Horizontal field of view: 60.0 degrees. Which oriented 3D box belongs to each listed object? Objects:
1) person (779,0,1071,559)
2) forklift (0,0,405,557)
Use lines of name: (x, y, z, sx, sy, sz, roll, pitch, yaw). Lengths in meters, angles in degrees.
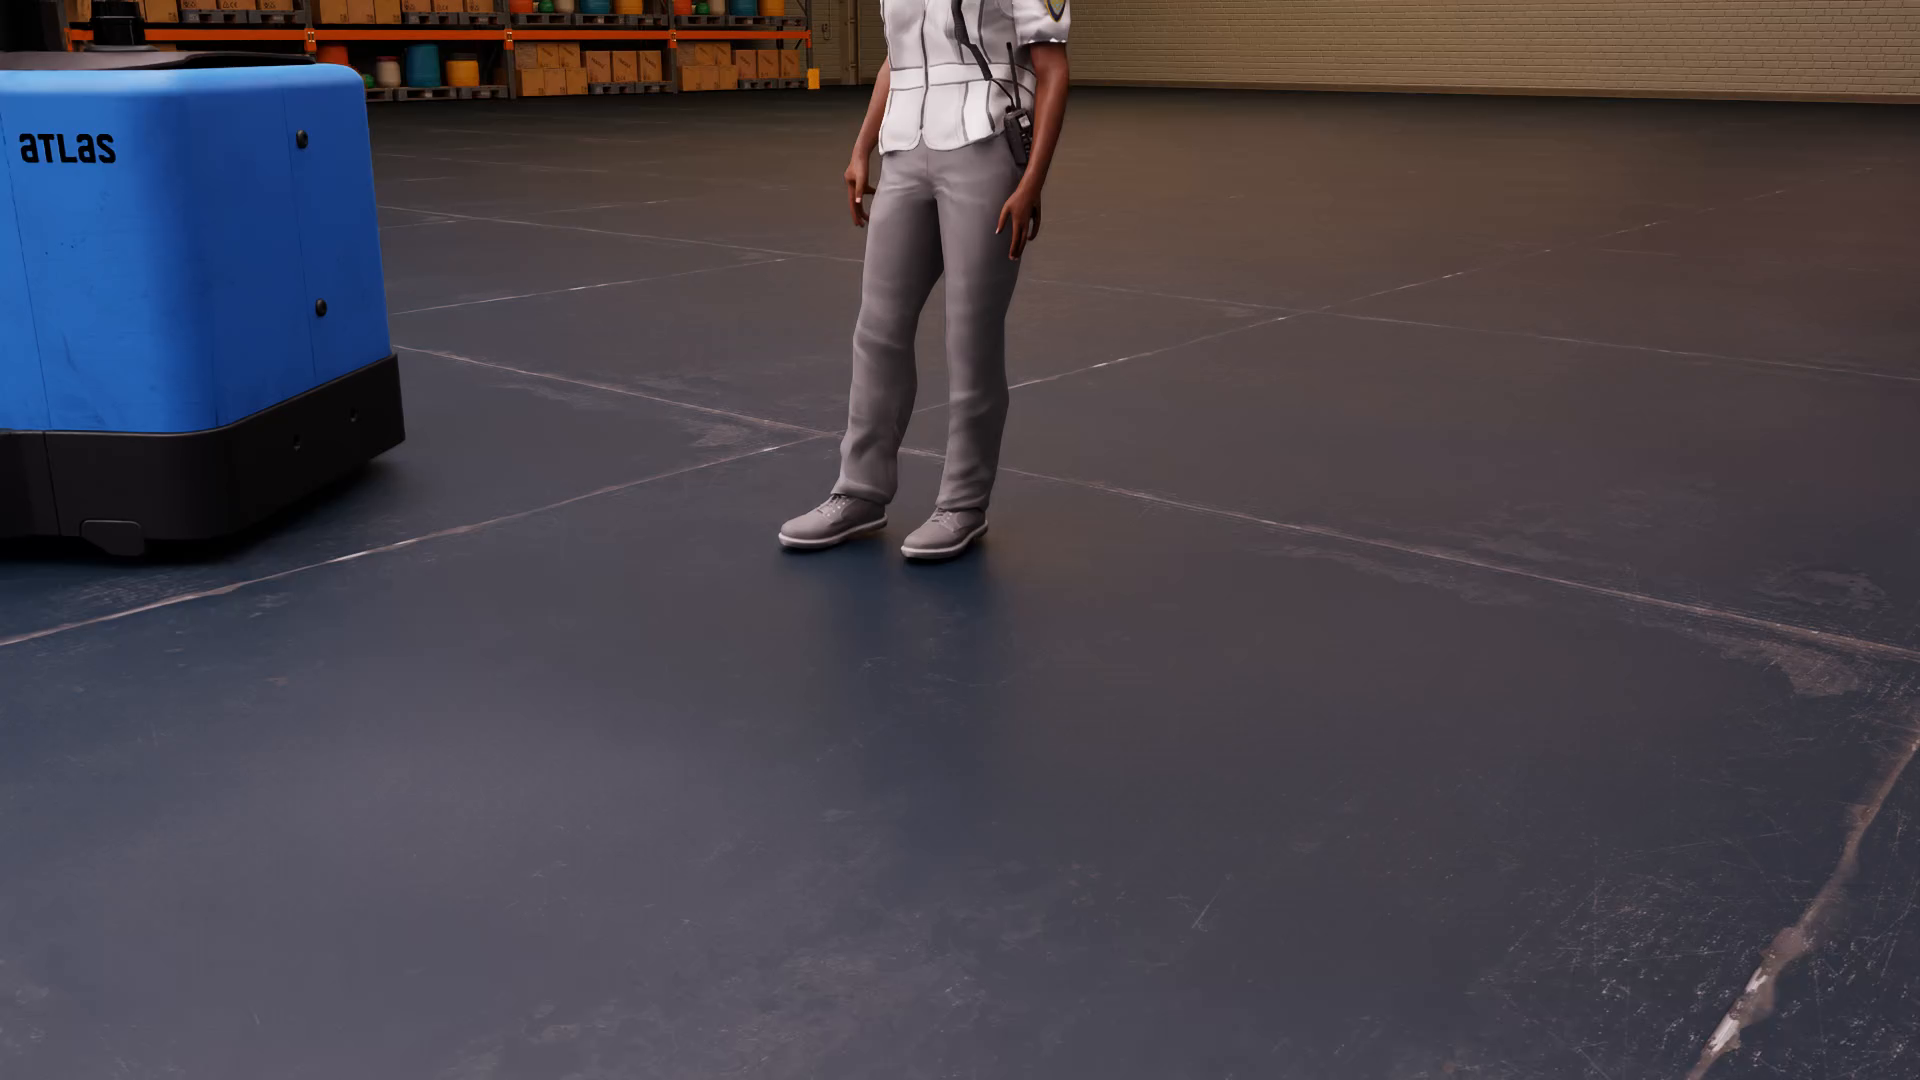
person: (-0.063, -0.805, 3.650, 0.570, 1.695, 0.530, 13, 21, 37)
forklift: (-3.086, -1.527, 3.925, 3.031, 2.935, 1.130, 2, 17, 6)
